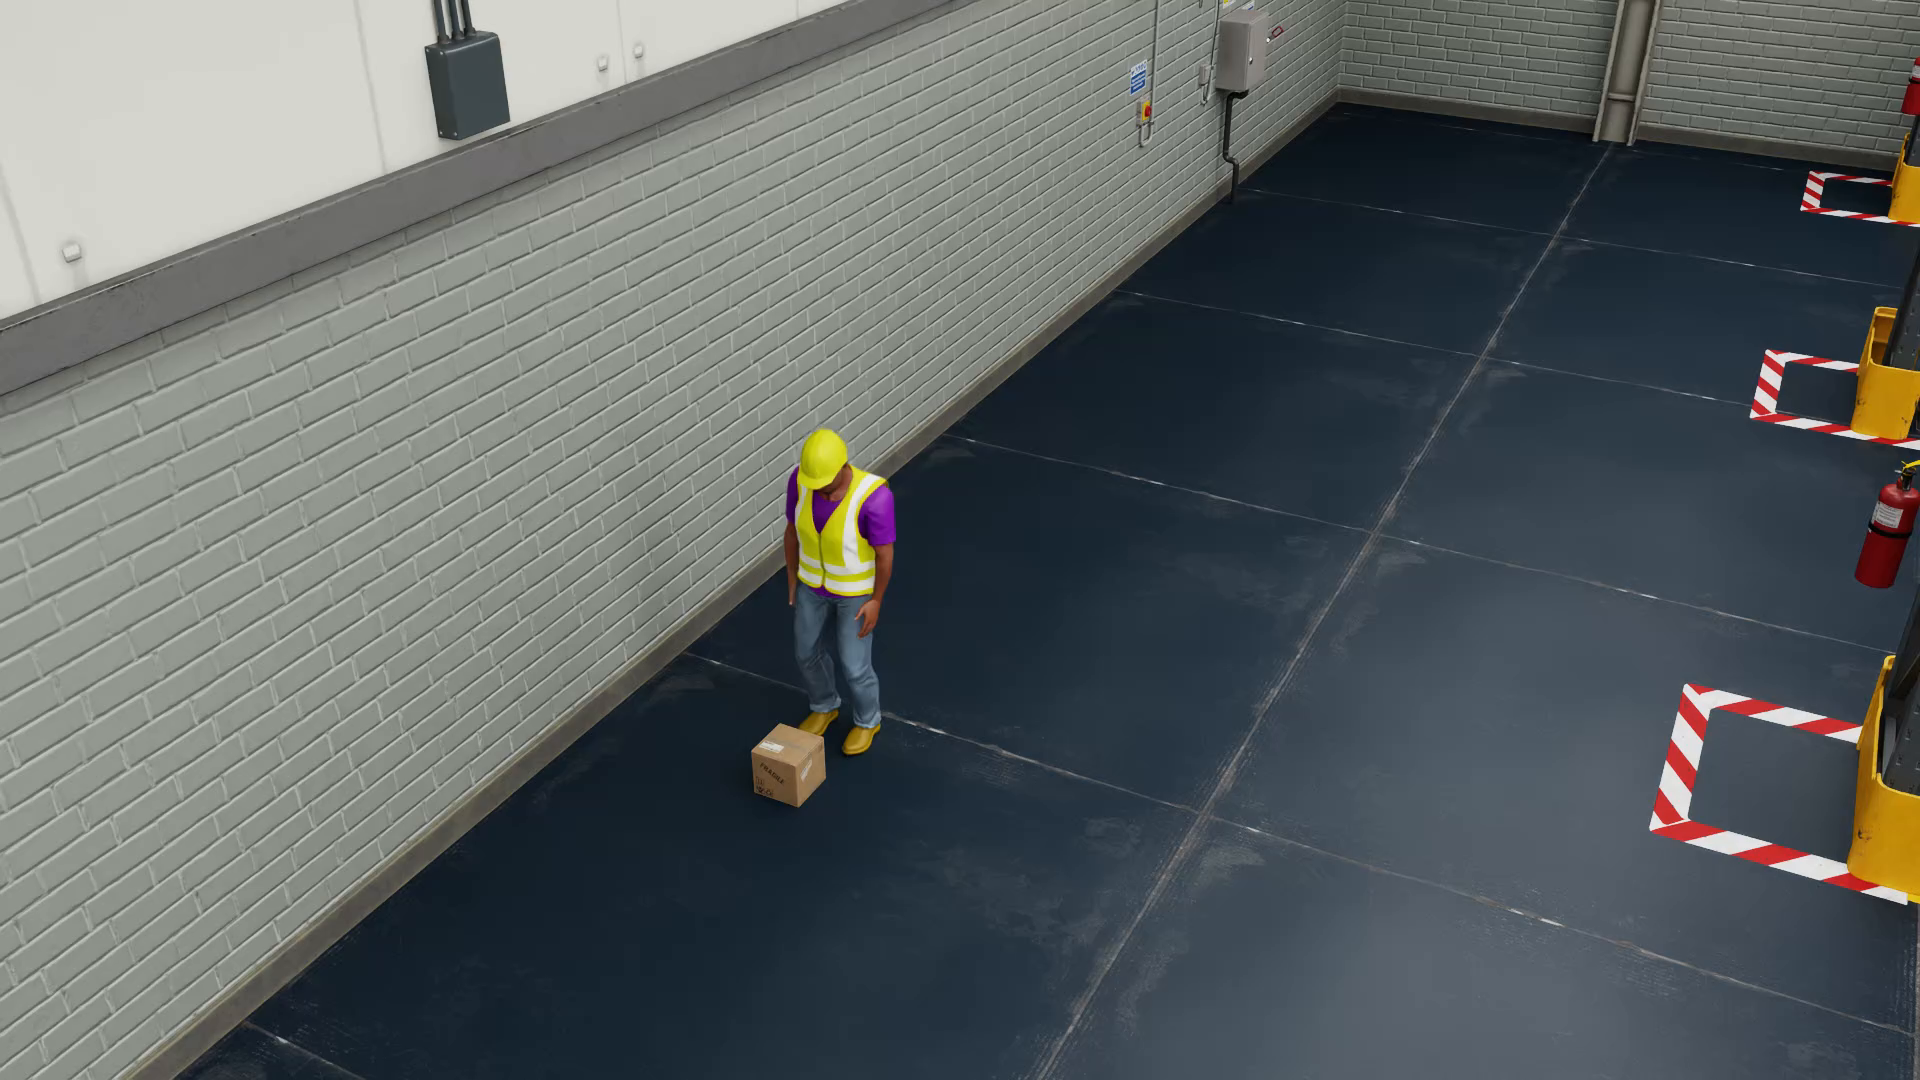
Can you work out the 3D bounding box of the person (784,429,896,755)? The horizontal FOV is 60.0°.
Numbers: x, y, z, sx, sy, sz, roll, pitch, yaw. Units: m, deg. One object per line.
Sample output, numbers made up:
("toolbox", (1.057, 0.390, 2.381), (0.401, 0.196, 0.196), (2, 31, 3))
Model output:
("person", (-0.579, 0.232, 7.908), (0.588, 1.724, 0.437), (15, 33, 24))
